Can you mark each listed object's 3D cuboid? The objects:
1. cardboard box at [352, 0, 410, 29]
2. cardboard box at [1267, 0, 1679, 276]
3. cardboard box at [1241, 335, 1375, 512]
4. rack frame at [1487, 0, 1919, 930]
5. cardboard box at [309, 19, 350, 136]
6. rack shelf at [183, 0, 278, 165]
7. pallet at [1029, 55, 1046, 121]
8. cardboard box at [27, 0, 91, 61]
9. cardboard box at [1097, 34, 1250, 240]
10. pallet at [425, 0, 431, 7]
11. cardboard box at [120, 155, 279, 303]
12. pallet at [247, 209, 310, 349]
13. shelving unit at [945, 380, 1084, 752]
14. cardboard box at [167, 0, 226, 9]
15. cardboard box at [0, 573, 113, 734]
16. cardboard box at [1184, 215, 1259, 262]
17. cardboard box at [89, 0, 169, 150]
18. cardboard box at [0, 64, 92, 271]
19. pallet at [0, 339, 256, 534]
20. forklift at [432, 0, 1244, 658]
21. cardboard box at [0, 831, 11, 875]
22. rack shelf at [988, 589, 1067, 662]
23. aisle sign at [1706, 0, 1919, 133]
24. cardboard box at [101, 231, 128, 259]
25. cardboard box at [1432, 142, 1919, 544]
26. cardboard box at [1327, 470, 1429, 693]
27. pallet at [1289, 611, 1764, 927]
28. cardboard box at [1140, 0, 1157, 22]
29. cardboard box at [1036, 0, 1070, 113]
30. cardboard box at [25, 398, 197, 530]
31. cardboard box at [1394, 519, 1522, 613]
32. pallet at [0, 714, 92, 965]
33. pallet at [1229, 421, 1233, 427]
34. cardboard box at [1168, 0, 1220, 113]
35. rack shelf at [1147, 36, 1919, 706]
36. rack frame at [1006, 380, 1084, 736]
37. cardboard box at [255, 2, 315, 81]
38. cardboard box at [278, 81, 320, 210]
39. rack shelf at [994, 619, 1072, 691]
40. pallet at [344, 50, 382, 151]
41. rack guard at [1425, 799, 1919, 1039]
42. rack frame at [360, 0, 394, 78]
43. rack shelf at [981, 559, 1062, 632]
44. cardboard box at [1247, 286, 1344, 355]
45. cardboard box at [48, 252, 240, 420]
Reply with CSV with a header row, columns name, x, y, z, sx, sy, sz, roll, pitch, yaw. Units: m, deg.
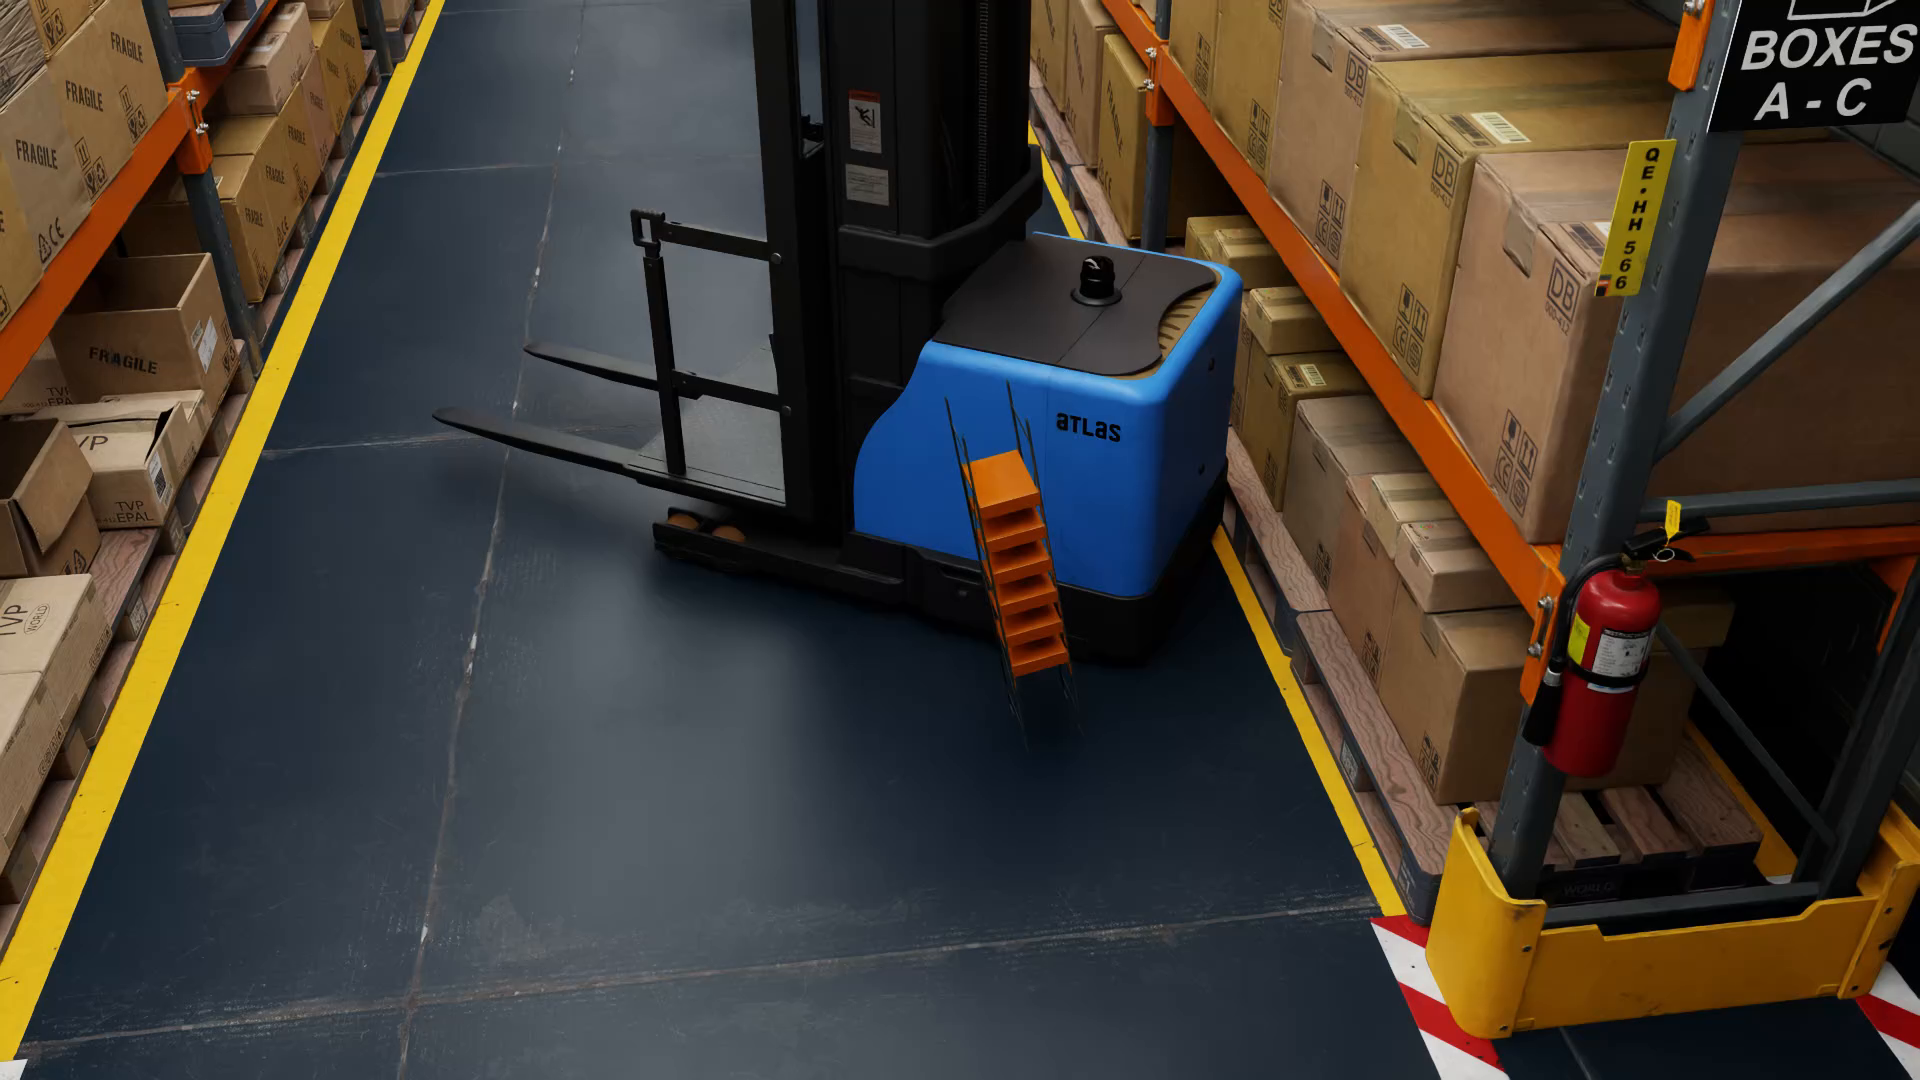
name,x,y,z,sx,sy,sz,roll,pitch,yaw
cardboard box,-3.894,-3.525,10.827,0.500,0.250,0.500,-4,35,-7
cardboard box,1.588,-1.325,5.264,0.980,0.700,0.700,-6,35,-9
cardboard box,1.461,-0.466,6.117,0.700,0.500,0.500,-4,34,-5
rack frame,1.869,-0.086,3.712,1.000,3.000,0.127,-4,35,-6
cardboard box,-3.687,-2.529,9.126,0.500,0.500,0.500,-6,35,-8
rack shelf,-3.846,-2.759,8.274,1.077,0.370,4.000,-4,35,-6
pallet,0.825,-2.952,10.394,1.003,0.211,1.213,-4,35,-6
cardboard box,-3.181,-1.847,5.320,0.500,0.500,0.500,-5,35,-7
cardboard box,1.115,-1.956,7.993,0.750,0.750,0.750,-4,34,-6
pallet,-4.348,-4.162,12.170,1.003,0.211,1.213,-4,35,-6
cardboard box,-3.400,-1.378,7.437,0.500,0.500,0.500,-6,35,-9
pallet,-3.724,-1.239,7.881,1.003,0.211,1.213,-4,35,-6
shelving unit,0.175,0.106,5.015,0.189,1.200,0.258,-16,36,-5
cardboard box,-3.419,-2.437,6.700,0.700,0.500,0.500,-16,37,-22
cardboard box,-2.965,0.363,5.105,0.500,0.250,0.500,-4,35,-6
cardboard box,1.330,-1.033,6.950,0.700,0.500,0.500,-4,34,-6
cardboard box,-3.255,-1.722,6.025,0.500,0.500,0.500,-4,34,-6
cardboard box,-3.113,-1.148,5.183,0.500,0.500,0.500,-4,34,-5
pallet,-3.485,-0.405,6.657,1.003,0.211,1.213,-4,35,-6
forklift,-0.574,-1.353,5.632,3.031,2.935,1.130,14,37,19
cardboard box,-2.788,0.881,4.418,0.380,0.166,0.250,-4,35,-6
rack shelf,0.203,0.236,5.111,0.180,0.103,0.258,-16,36,-5
aisle sign,1.582,-1.097,2.888,0.394,0.787,0.004,-4,35,-6
cardboard box,-3.927,-1.343,7.386,0.500,0.500,0.500,-5,35,-7
cardboard box,1.791,-0.494,4.044,0.980,0.700,0.700,-3,34,-4
cardboard box,1.609,0.111,5.270,0.700,0.500,0.500,-4,35,-7
pallet,1.684,0.626,5.144,1.003,0.211,1.213,-4,35,-6
cardboard box,1.005,-2.390,7.298,0.380,0.149,0.250,-4,34,-6
cardboard box,0.874,-2.926,9.415,0.750,0.750,0.750,-5,35,-7
cardboard box,-3.118,-0.296,6.018,0.500,0.311,0.500,-4,35,-6
cardboard box,1.478,0.065,4.762,0.380,0.149,0.250,-5,35,-7
pallet,-3.157,0.957,4.659,1.003,0.211,1.213,-4,35,-6
pallet,1.356,-0.735,7.142,1.003,0.211,1.213,-4,35,-6
cardboard box,1.388,-2.138,6.457,0.980,0.700,0.700,-4,34,-6
rack shelf,1.600,-0.905,5.552,1.077,0.370,4.000,-4,35,-6
rack frame,0.263,0.082,5.022,0.006,1.200,0.240,-16,36,-5
cardboard box,-3.603,-2.526,8.456,0.500,0.250,0.500,-5,35,-7
cardboard box,-3.543,-1.954,8.283,0.500,0.500,0.500,-4,34,-6
rack shelf,0.224,0.331,5.181,0.180,0.103,0.258,-16,36,-5
pallet,-4.052,-2.601,9.879,1.003,0.211,1.213,-4,35,-6
rack guard,1.873,0.961,4.396,1.175,0.500,0.348,-4,35,-6
rack frame,-4.115,-4.173,9.709,1.000,3.000,0.127,-4,35,-6
rack shelf,0.182,0.141,5.041,0.180,0.103,0.258,-16,36,-5
cardboard box,1.266,-0.805,6.039,0.380,0.149,0.250,-5,35,-8
cardboard box,-3.219,-0.793,6.579,0.500,0.500,0.500,-4,35,-6
